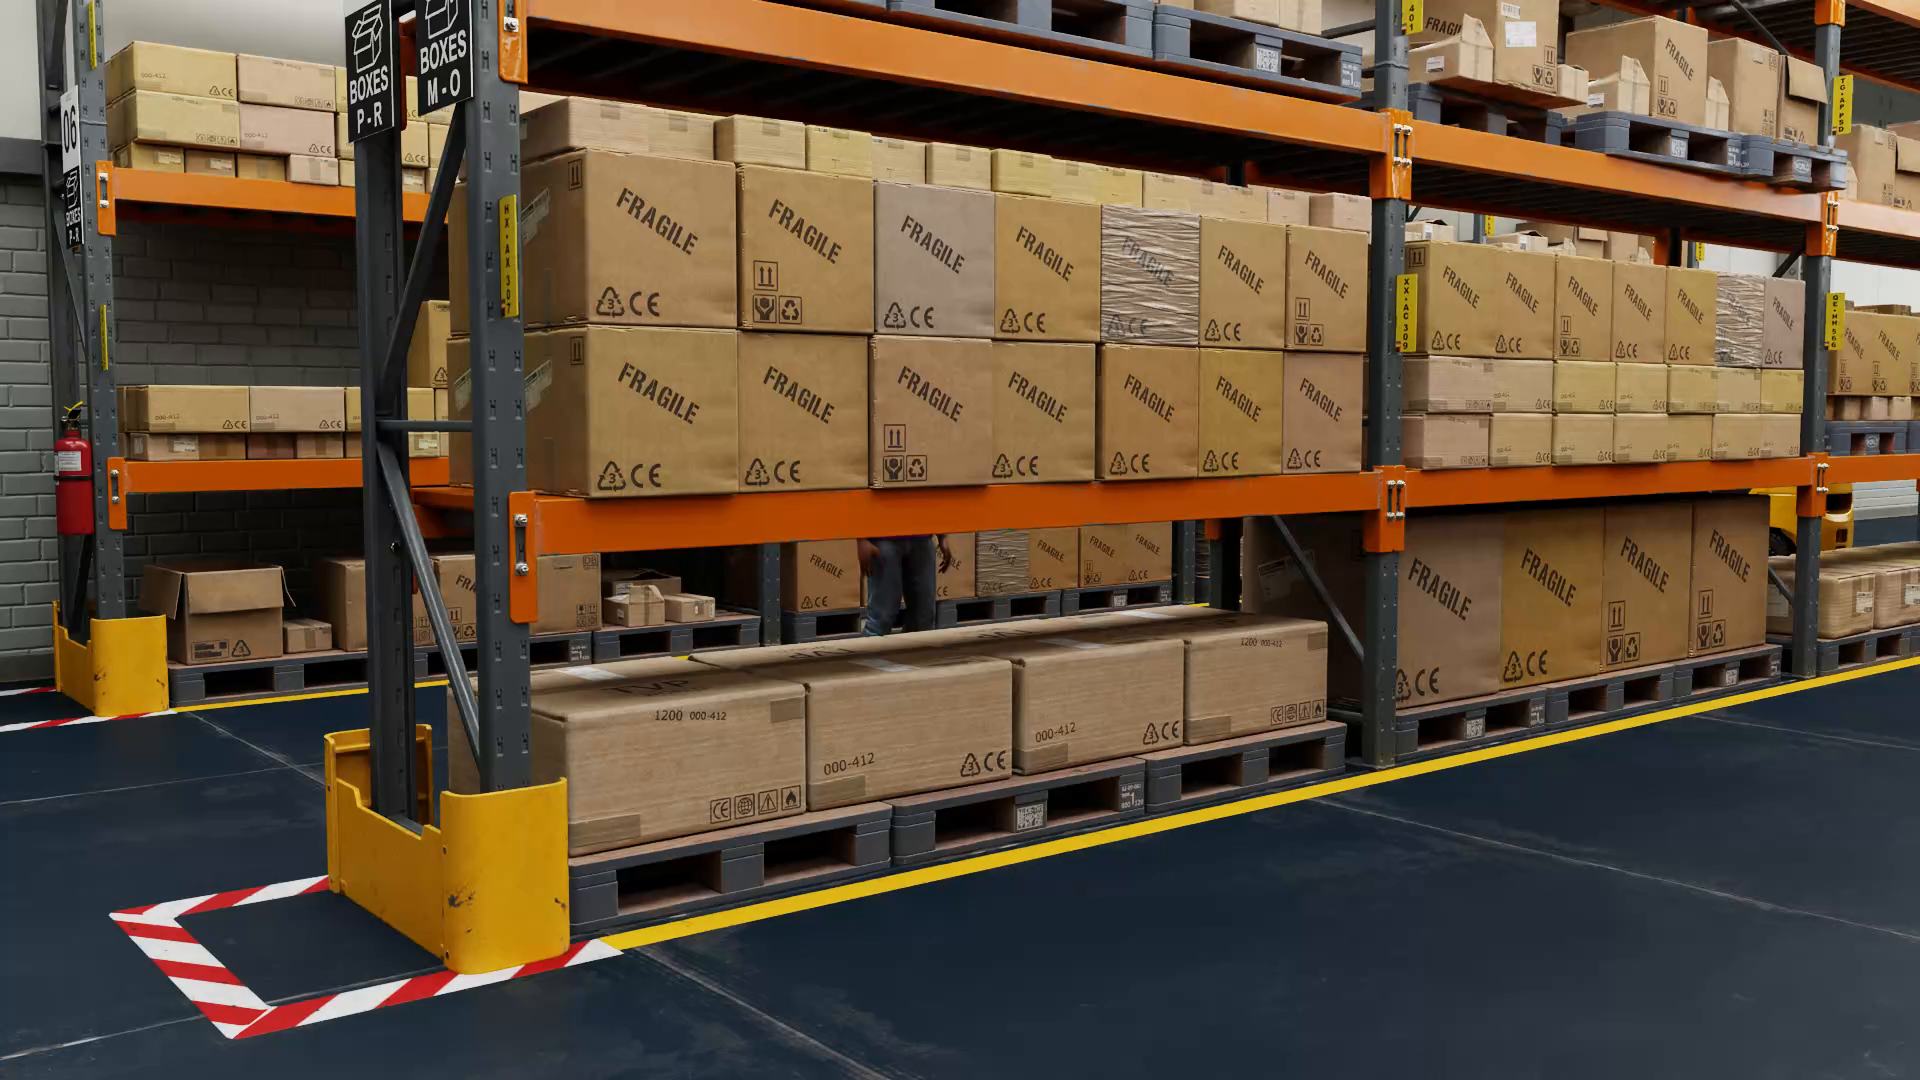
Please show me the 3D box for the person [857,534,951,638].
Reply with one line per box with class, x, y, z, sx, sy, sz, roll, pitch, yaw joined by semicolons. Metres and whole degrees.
person;-0.295;0.012;8.720;0.634;1.760;0.459;-4;6;-42
